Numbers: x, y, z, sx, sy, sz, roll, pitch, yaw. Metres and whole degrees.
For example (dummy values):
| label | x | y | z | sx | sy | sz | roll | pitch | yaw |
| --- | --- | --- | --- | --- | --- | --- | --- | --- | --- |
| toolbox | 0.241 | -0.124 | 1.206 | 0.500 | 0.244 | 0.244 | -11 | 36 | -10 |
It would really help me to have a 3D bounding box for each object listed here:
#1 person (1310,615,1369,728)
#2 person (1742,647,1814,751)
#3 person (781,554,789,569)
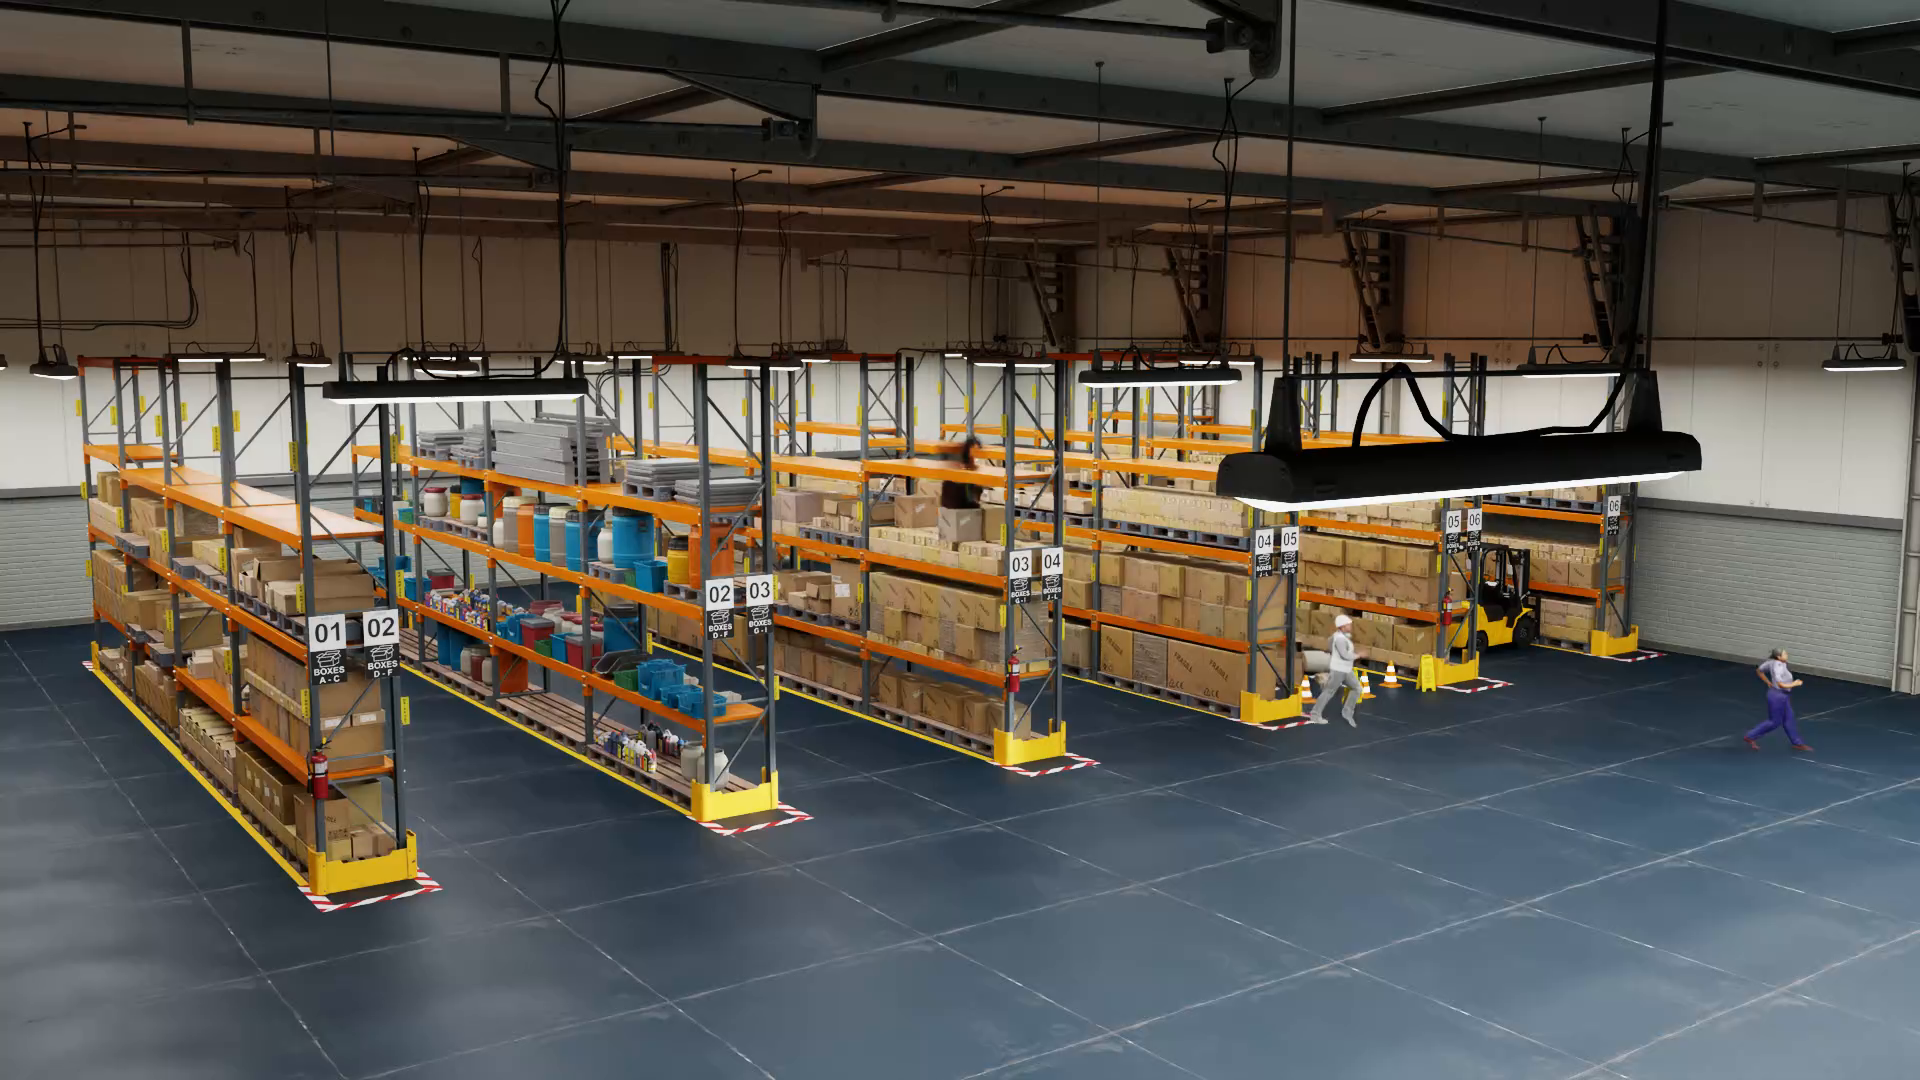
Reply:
| label | x | y | z | sx | sy | sz | roll | pitch | yaw |
| --- | --- | --- | --- | --- | --- | --- | --- | --- | --- |
| person | 5.987 | 2.064 | 26.196 | 0.873 | 1.808 | 0.662 | 2 | 7 | 19 |
| person | 12.514 | 2.423 | 25.353 | 1.037 | 1.602 | 0.613 | 2 | 7 | 18 |
| person | -4.484 | 0.441 | 42.046 | 0.512 | 1.632 | 0.663 | 0 | 7 | 1 |
